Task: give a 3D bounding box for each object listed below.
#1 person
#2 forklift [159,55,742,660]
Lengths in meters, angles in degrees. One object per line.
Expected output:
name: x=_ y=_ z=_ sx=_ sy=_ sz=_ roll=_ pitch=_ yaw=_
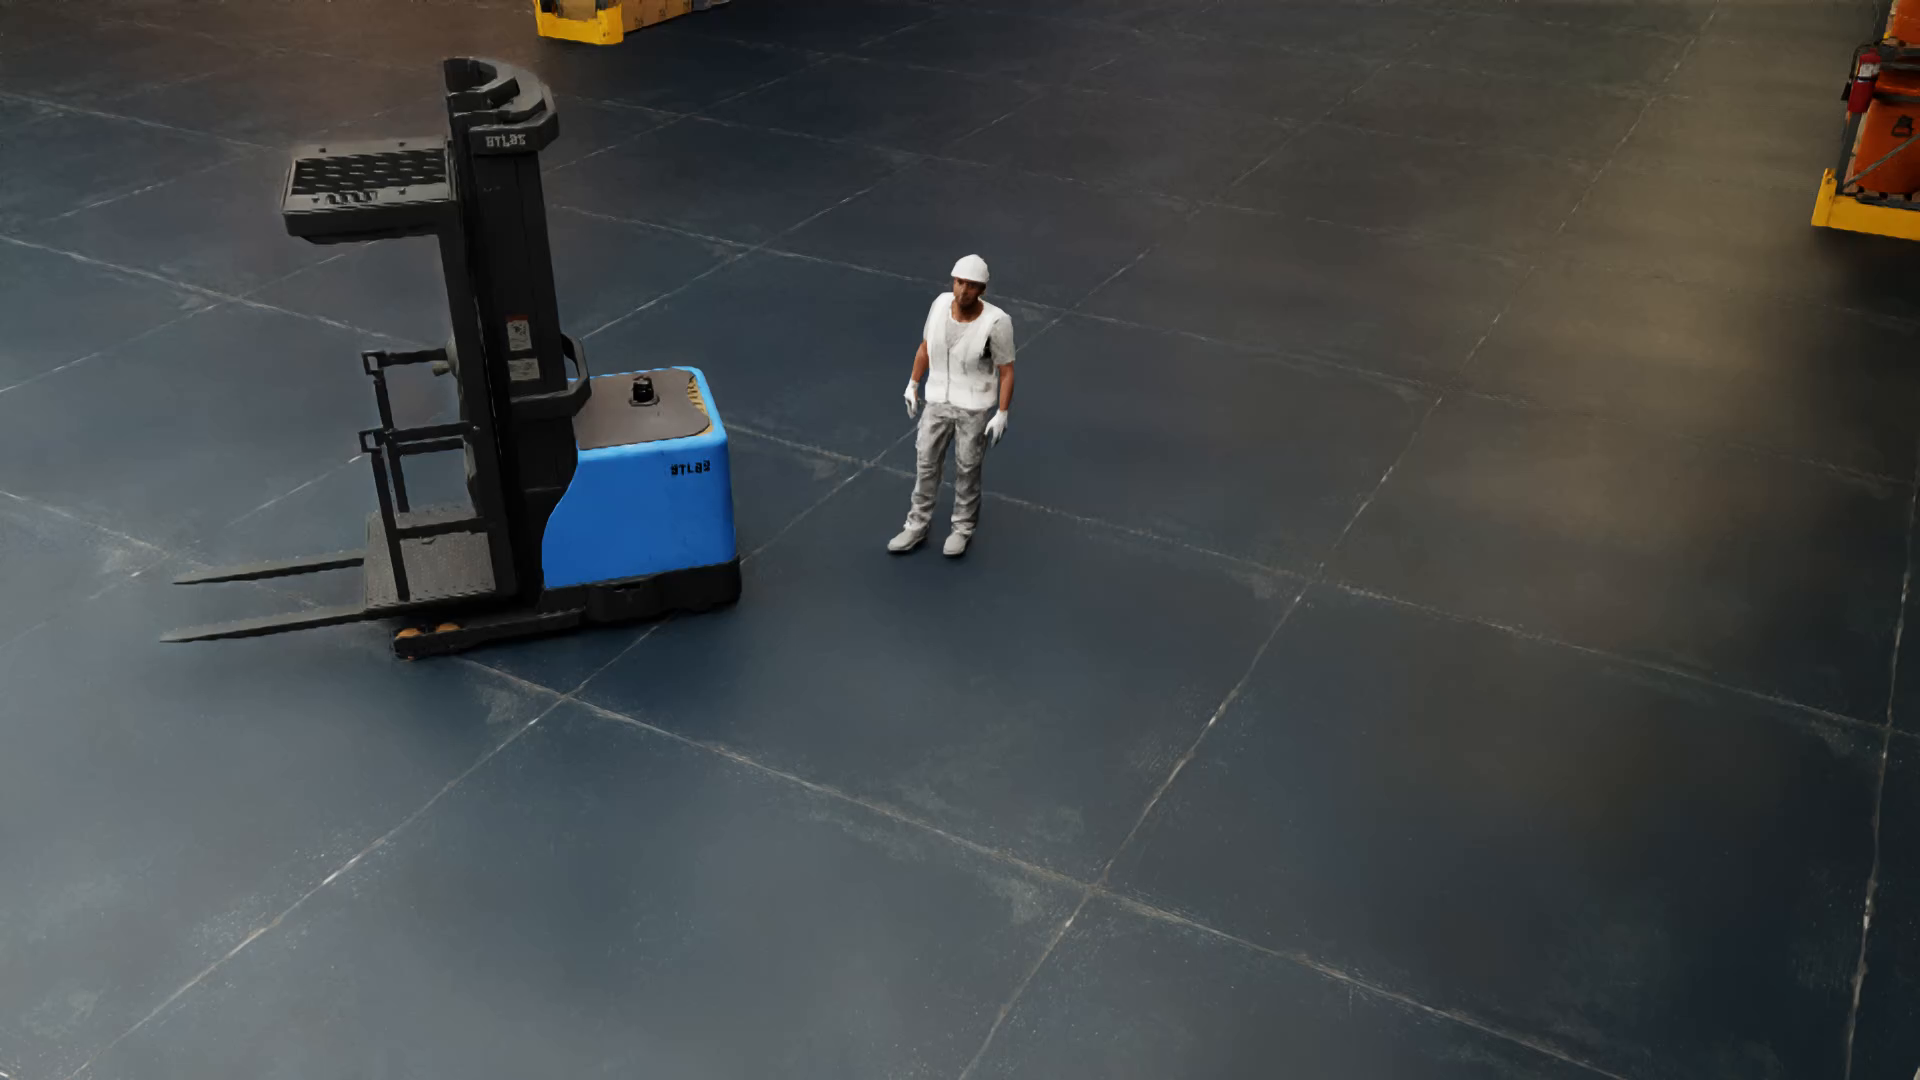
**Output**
person: x=-0.042 y=-0.749 z=9.502 sx=0.655 sy=1.782 sz=0.576 roll=15 pitch=33 yaw=25
forklift: x=-2.805 y=-0.923 z=8.669 sx=3.031 sy=2.935 sz=1.130 roll=-8 pitch=31 yaw=-14
